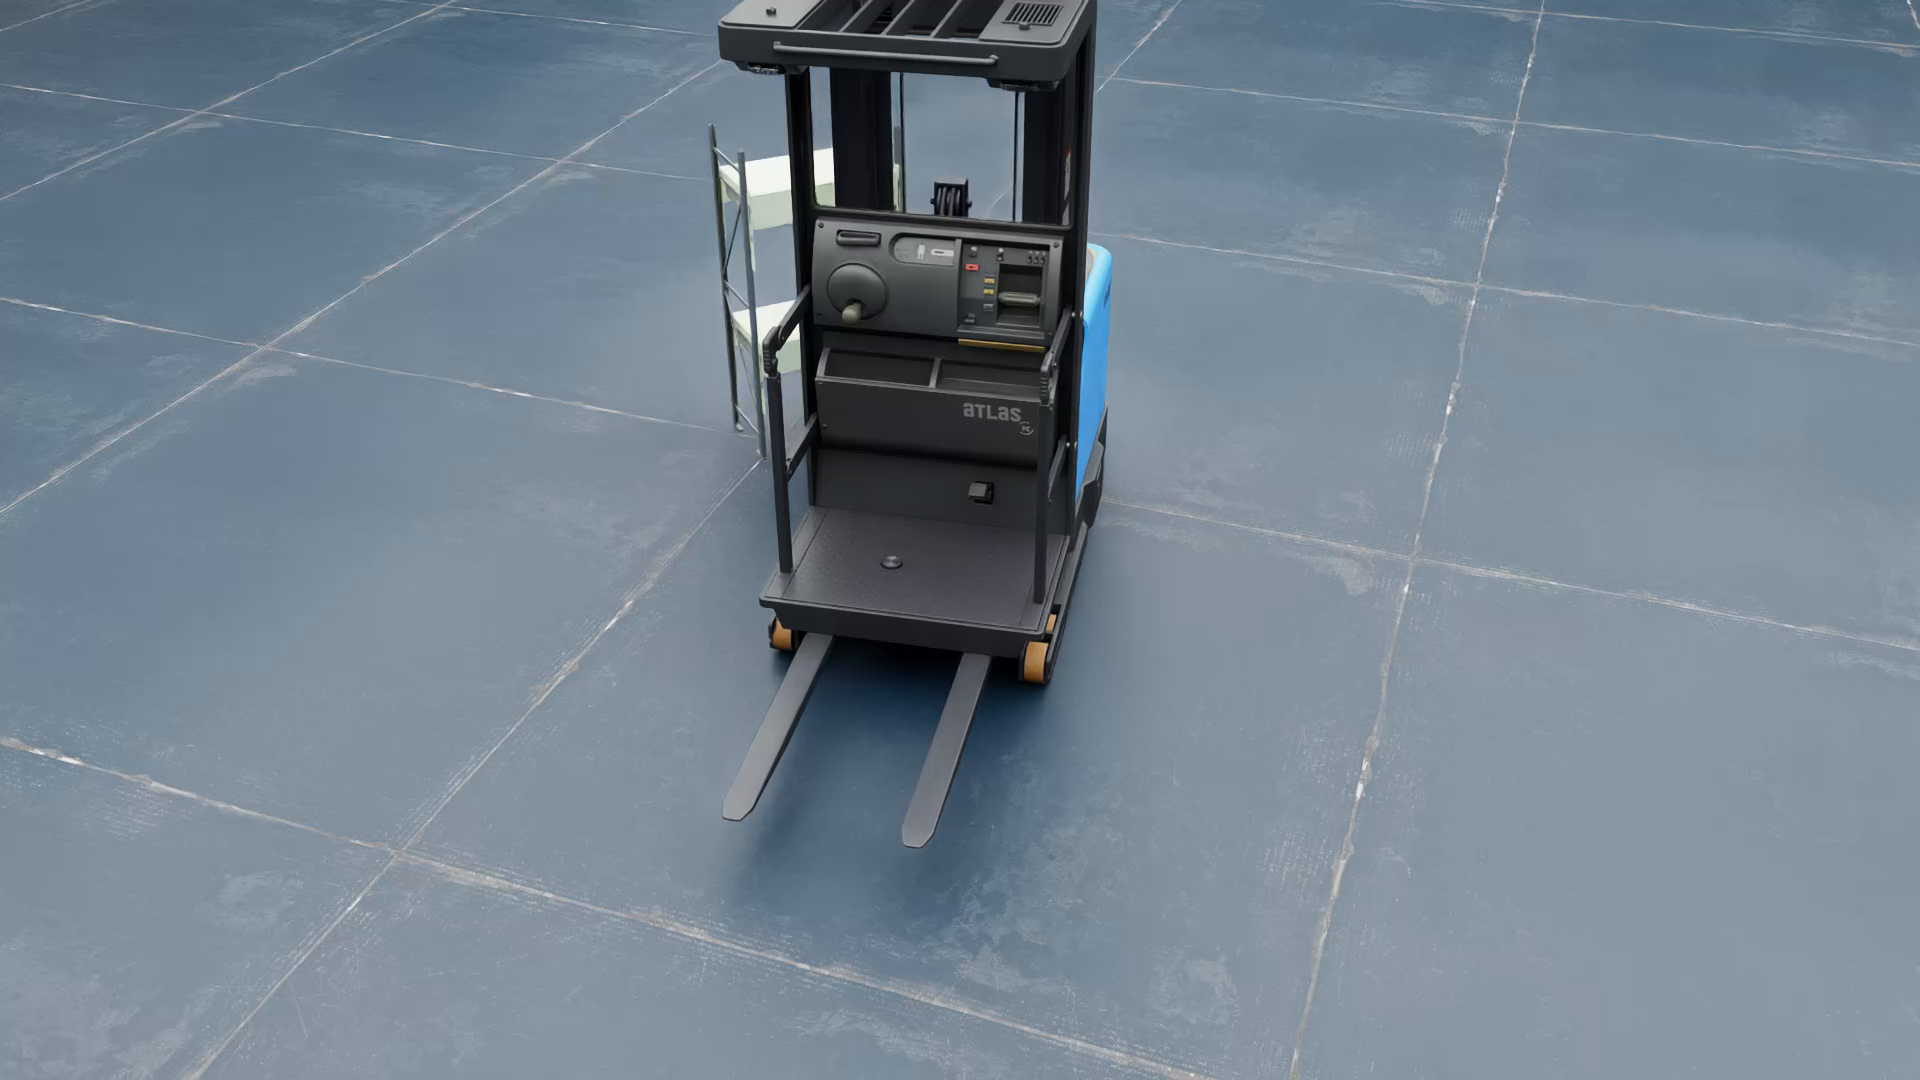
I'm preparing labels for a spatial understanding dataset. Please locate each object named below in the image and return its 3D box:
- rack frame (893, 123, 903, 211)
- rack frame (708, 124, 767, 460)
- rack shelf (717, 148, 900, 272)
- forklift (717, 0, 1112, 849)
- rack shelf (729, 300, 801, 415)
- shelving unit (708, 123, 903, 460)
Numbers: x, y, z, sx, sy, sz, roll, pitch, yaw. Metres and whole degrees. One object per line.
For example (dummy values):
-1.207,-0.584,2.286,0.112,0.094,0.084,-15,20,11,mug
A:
-0.356,-1.285,7.857,0.023,1.500,0.400,-15,36,-22,rack frame
-1.010,-1.106,7.579,0.023,1.500,0.400,-15,36,-22,rack frame
-0.683,-1.524,7.507,0.720,0.370,0.431,-15,36,-22,rack shelf
-0.131,-0.900,5.942,1.130,2.935,3.031,7,33,10,forklift
-0.683,-0.921,7.895,0.720,0.370,0.431,-15,36,-22,rack shelf
-0.683,-1.195,7.718,0.755,1.500,0.431,-15,36,-22,shelving unit
